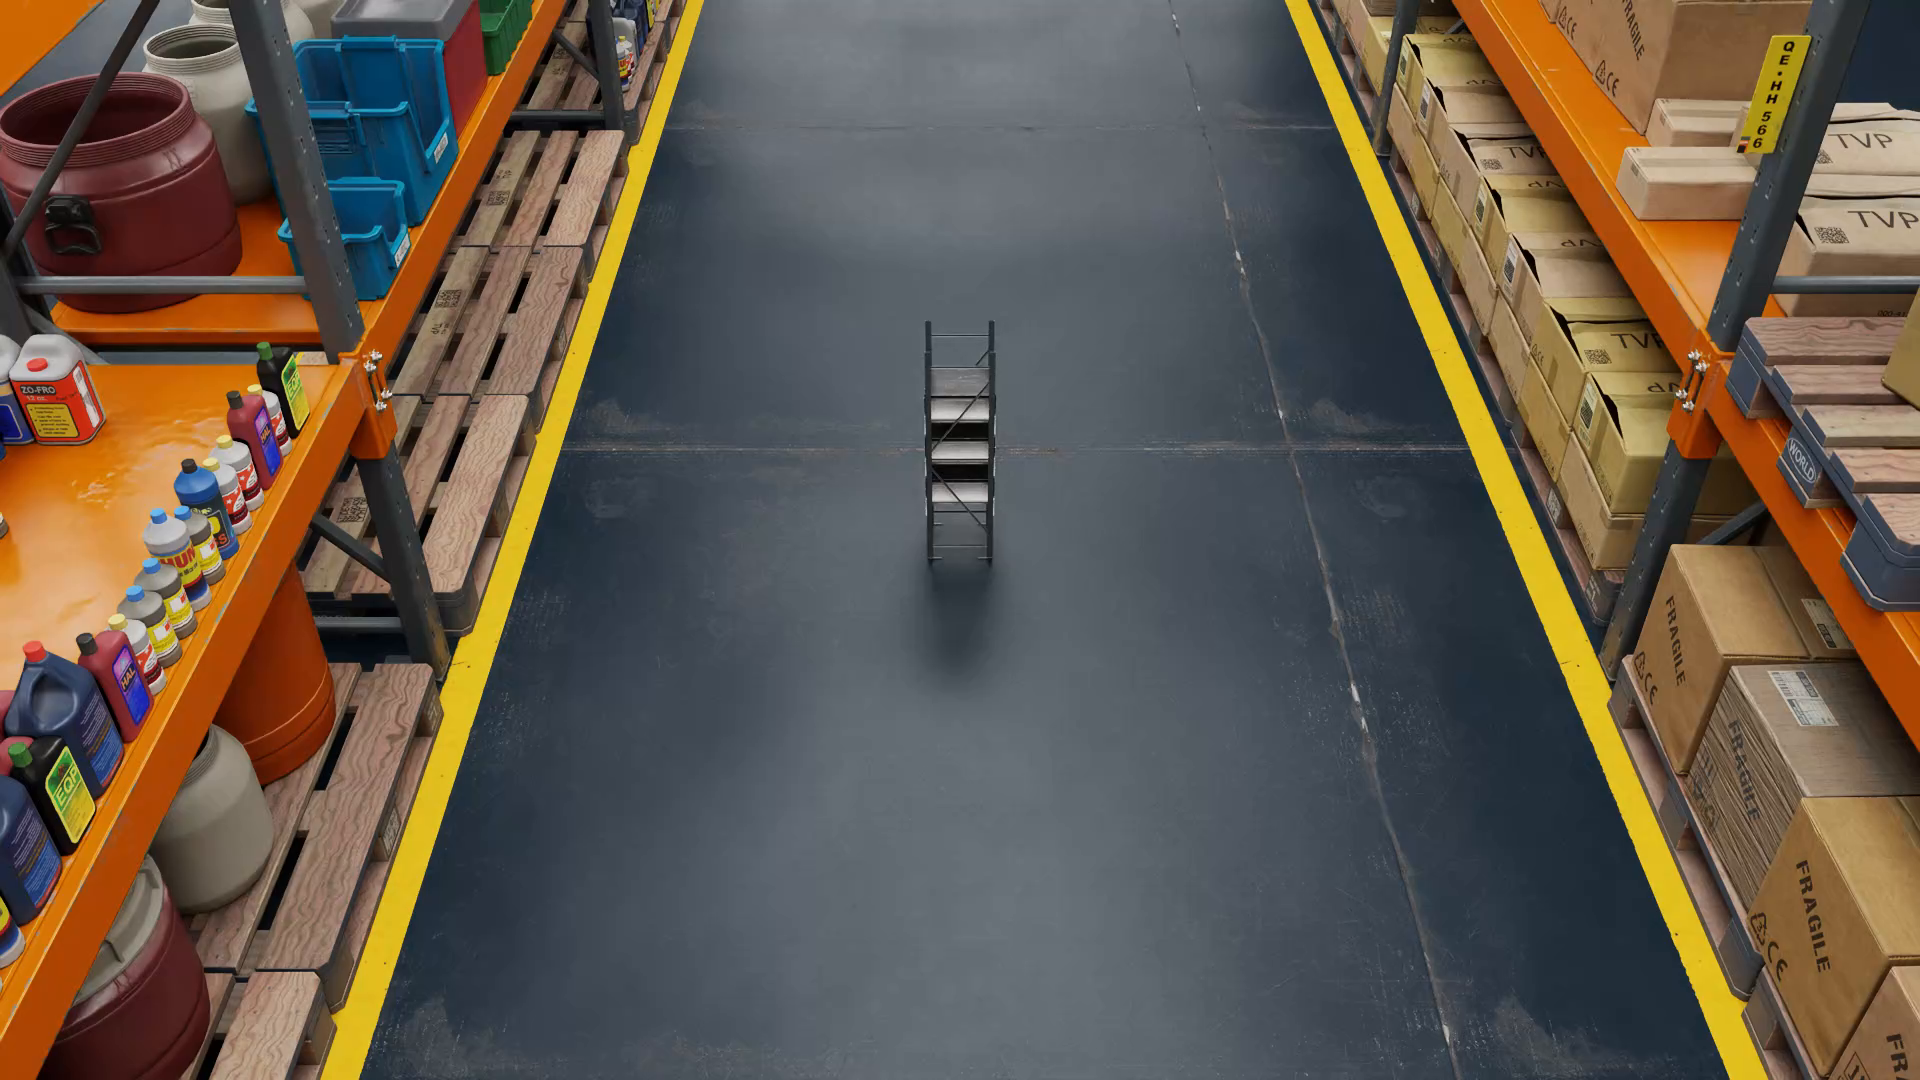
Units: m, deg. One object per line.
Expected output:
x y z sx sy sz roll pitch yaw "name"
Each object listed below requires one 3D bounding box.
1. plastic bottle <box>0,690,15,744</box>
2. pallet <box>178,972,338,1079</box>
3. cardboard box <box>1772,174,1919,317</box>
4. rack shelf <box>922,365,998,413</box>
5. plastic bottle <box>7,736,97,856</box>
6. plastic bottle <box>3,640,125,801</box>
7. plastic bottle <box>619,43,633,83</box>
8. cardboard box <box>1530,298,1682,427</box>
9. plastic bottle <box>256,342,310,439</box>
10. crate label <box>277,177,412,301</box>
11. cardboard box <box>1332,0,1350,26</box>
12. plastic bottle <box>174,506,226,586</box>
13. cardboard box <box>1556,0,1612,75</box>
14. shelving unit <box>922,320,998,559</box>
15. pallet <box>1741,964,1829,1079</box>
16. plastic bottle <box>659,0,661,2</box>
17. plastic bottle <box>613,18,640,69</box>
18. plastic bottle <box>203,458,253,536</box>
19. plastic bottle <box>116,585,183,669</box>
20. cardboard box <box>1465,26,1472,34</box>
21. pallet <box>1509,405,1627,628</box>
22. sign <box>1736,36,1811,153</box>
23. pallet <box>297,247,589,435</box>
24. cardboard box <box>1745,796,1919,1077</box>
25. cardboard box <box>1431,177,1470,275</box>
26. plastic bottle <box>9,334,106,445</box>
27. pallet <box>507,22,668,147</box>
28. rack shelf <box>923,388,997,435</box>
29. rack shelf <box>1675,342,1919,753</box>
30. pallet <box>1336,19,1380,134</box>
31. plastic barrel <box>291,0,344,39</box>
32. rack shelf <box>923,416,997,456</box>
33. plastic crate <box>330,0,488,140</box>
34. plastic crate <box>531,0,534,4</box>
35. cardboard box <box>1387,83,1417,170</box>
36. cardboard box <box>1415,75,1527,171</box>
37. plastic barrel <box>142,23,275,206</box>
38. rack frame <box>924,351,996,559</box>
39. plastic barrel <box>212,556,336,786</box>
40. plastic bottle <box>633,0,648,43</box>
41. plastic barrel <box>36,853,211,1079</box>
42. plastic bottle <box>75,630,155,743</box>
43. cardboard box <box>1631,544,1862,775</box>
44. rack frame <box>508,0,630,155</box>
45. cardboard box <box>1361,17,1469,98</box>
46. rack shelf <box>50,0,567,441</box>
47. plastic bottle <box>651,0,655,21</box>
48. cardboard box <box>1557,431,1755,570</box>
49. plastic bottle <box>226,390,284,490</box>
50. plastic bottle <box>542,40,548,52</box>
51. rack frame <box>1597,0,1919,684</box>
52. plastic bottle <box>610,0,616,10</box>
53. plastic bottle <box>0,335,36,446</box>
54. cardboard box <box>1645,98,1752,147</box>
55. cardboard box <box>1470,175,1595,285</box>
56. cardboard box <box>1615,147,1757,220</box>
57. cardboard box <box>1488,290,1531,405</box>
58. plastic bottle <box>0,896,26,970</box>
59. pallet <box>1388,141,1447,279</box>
-1.969 0.407 3.437 0.061 0.283 0.133 0 39 0 "plastic bottle"
-2.212 1.621 4.059 1.003 0.211 1.213 0 39 0 "pallet"
2.743 -0.915 5.065 0.500 0.311 0.500 2 39 3 "cardboard box"
0.000 -0.531 5.814 0.258 0.077 0.200 0 39 0 "rack shelf"
-1.825 0.491 3.333 0.061 0.283 0.133 0 39 0 "plastic bottle"
-1.867 0.365 3.436 0.144 0.351 0.185 0 39 0 "plastic bottle"
-1.820 -2.566 8.939 0.097 0.201 0.097 0 39 0 "plastic bottle"
2.446 -0.685 6.120 0.500 0.311 0.500 -1 39 -1 "cardboard box"
-1.826 -0.423 4.473 0.061 0.283 0.133 0 39 0 "plastic bottle"
-1.879 -0.920 5.133 0.303 0.233 0.416 0 39 0 "crate label"
2.470 -3.230 9.745 0.500 0.250 0.500 0 39 0 "cardboard box"
-1.844 0.008 4.000 0.097 0.201 0.097 0 39 0 "plastic bottle"
2.681 -2.140 6.442 0.500 0.500 0.500 0 39 0 "cardboard box"
0.000 -0.346 5.962 0.258 0.900 0.210 0 39 0 "shelving unit"
2.661 1.593 4.093 1.003 0.211 1.213 0 39 0 "pallet"
-1.845 -3.366 9.818 0.144 0.351 0.185 1 39 2 "plastic bottle"
-1.848 -2.733 9.088 0.152 0.276 0.135 1 39 2 "plastic bottle"
-1.844 -0.114 4.152 0.097 0.201 0.097 0 39 0 "plastic bottle"
-1.844 0.190 3.773 0.097 0.201 0.097 0 39 0 "plastic bottle"
2.998 -2.605 8.965 0.500 0.250 0.500 0 39 0 "cardboard box"
2.738 -0.149 6.268 1.003 0.211 1.213 0 39 0 "pallet"
2.145 -1.172 4.388 0.100 0.325 0.005 0 39 0 "sign"
-2.214 -0.879 7.178 1.003 0.211 1.213 0 39 0 "pallet"
2.416 1.007 4.242 0.500 0.500 0.500 -1 39 -1 "cardboard box"
2.451 -1.419 7.485 0.500 0.250 0.500 -1 39 -1 "cardboard box"
-2.424 -0.402 4.453 0.152 0.276 0.135 0 39 0 "plastic bottle"
-2.217 -2.555 9.269 1.003 0.211 1.213 0 39 0 "pallet"
0.000 -0.461 5.871 0.258 0.077 0.200 0 39 0 "rack shelf"
2.702 0.809 3.417 1.077 0.370 4.000 0 39 0 "rack shelf"
2.736 -2.633 9.367 1.003 0.211 1.213 0 39 0 "pallet"
-2.475 -1.948 6.174 0.433 0.535 0.433 0 39 0 "plastic barrel"
0.000 -0.390 5.927 0.258 0.077 0.200 0 39 0 "rack shelf"
-1.949 -1.757 5.993 0.402 0.464 0.583 0 39 0 "plastic crate"
-1.946 -2.527 7.017 0.392 0.384 0.575 0 39 0 "plastic crate"
2.448 -2.063 8.288 0.500 0.250 0.500 -1 39 -1 "cardboard box"
2.442 -1.962 7.714 0.500 0.311 0.500 0 39 -1 "cardboard box"
-2.468 -1.408 5.519 0.421 0.512 0.421 0 39 0 "plastic barrel"
0.000 -0.282 5.883 0.240 0.900 0.006 0 39 0 "rack frame"
-2.236 0.267 4.917 0.600 0.830 0.708 0 39 0 "plastic barrel"
-1.844 -2.984 9.341 0.144 0.351 0.185 -2 39 -2 "plastic bottle"
-2.235 1.068 4.111 0.600 0.588 0.708 0 39 0 "plastic barrel"
-1.825 0.291 3.581 0.061 0.283 0.133 0 39 0 "plastic bottle"
2.415 0.366 5.042 0.500 0.500 0.500 2 39 2 "cardboard box"
-2.258 -3.223 7.873 1.000 3.000 0.127 0 39 0 "rack frame"
2.476 -2.605 8.965 0.500 0.250 0.500 0 39 0 "cardboard box"
-2.256 -1.691 6.537 1.077 0.370 4.000 0 39 0 "rack shelf"
-1.821 -3.103 9.609 0.097 0.201 0.097 0 39 0 "plastic bottle"
2.455 -0.142 5.892 0.500 0.250 0.500 1 39 1 "cardboard box"
-1.826 -0.279 4.293 0.061 0.283 0.133 0 39 0 "plastic bottle"
-2.399 -2.870 9.259 0.152 0.276 0.135 0 39 0 "plastic bottle"
2.700 -0.723 4.753 1.000 3.000 0.127 0 39 0 "rack frame"
-1.965 -2.926 9.332 0.097 0.271 0.097 0 39 0 "plastic bottle"
-2.576 -0.402 4.452 0.152 0.276 0.135 0 39 0 "plastic bottle"
2.642 -1.422 5.827 0.380 0.149 0.250 3 39 3 "cardboard box"
2.450 -1.314 6.905 0.500 0.311 0.500 1 39 1 "cardboard box"
2.423 -1.187 5.533 0.380 0.149 0.250 0 39 0 "cardboard box"
2.454 -0.779 6.687 0.500 0.250 0.500 1 39 1 "cardboard box"
-1.843 0.683 3.102 0.097 0.271 0.097 0 39 0 "plastic bottle"
2.735 -1.675 8.172 1.003 0.211 1.213 0 39 0 "pallet"
